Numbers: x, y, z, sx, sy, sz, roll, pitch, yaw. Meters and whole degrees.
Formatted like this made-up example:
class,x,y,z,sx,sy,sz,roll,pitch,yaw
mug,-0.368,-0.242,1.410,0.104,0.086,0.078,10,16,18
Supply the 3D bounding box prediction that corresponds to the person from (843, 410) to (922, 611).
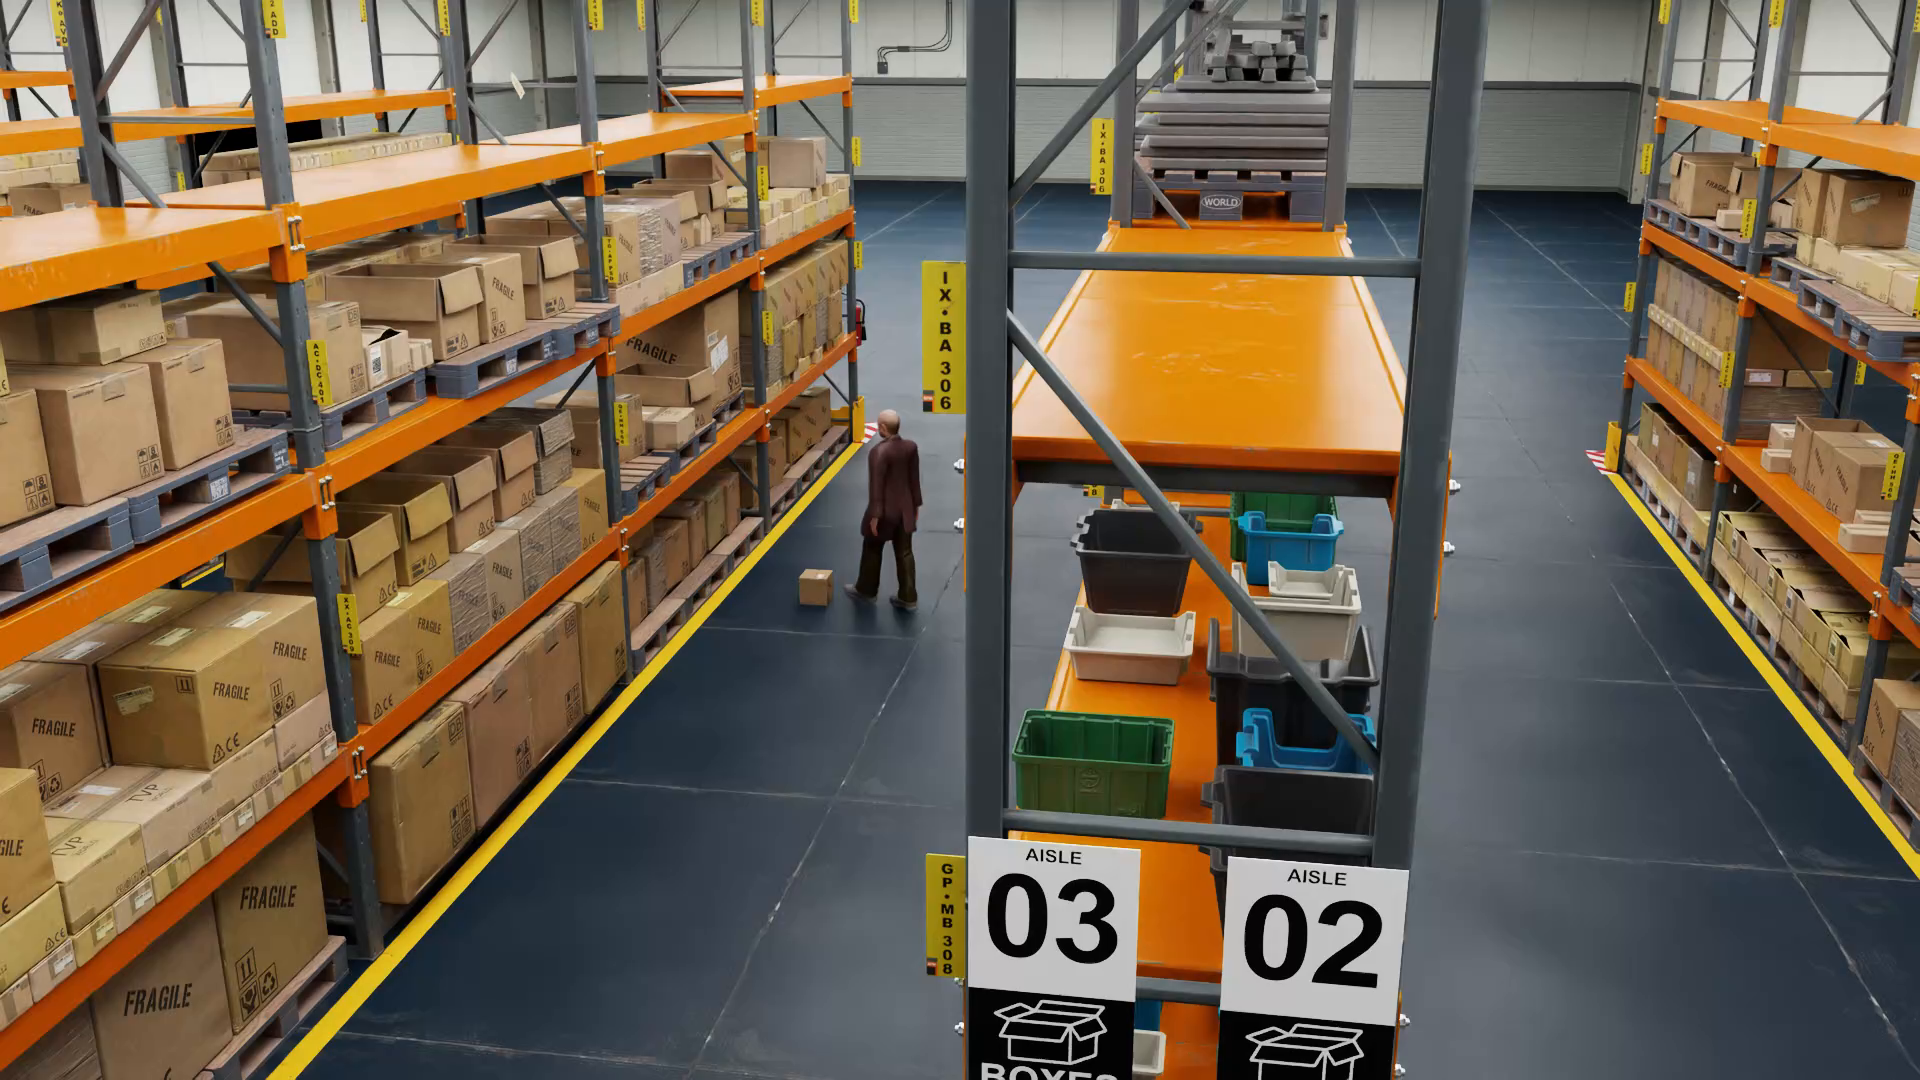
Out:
class,x,y,z,sx,sy,sz,roll,pitch,yaw
person,-0.673,-0.290,14.470,0.625,1.767,0.797,-15,23,-39
